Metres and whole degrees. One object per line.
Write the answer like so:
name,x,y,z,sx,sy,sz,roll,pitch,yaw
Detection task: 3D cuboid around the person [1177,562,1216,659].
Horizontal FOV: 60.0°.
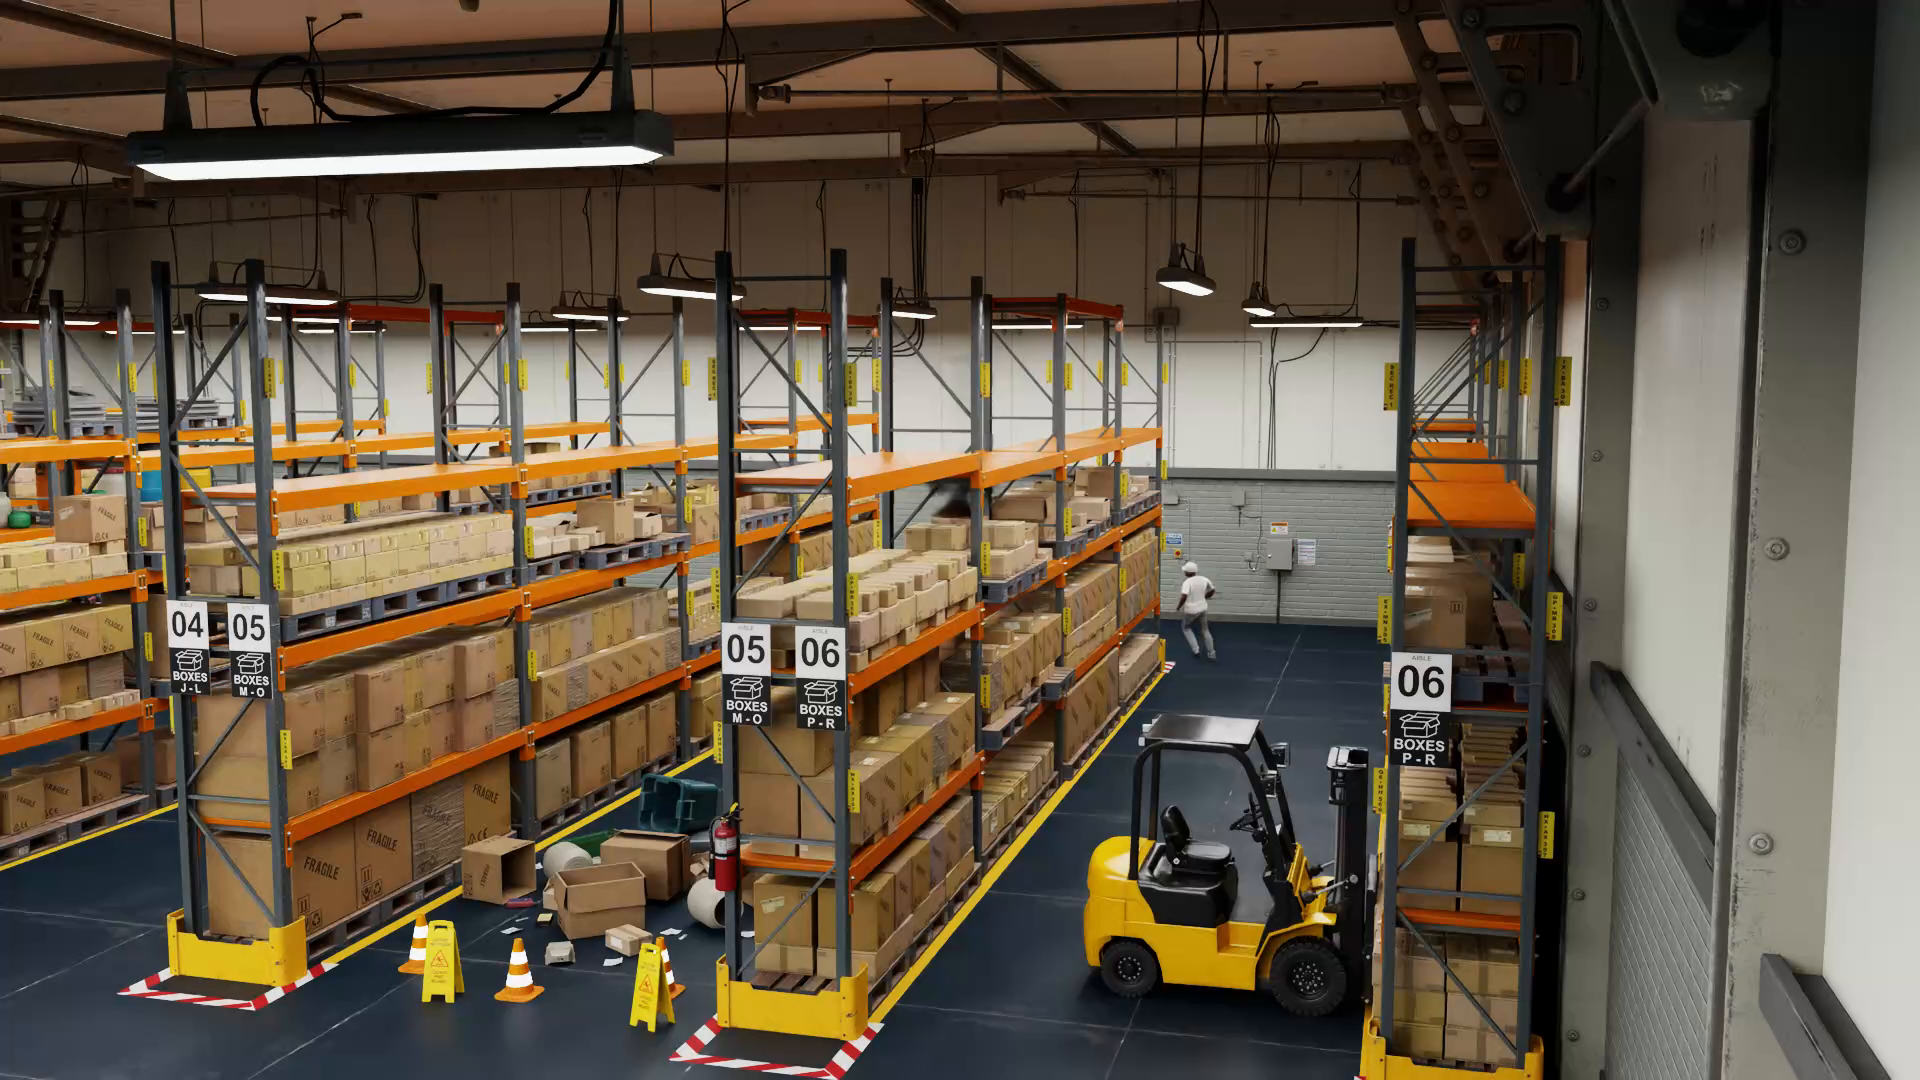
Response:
person,4.076,1.251,29.007,0.781,1.756,0.602,-3,7,-27
